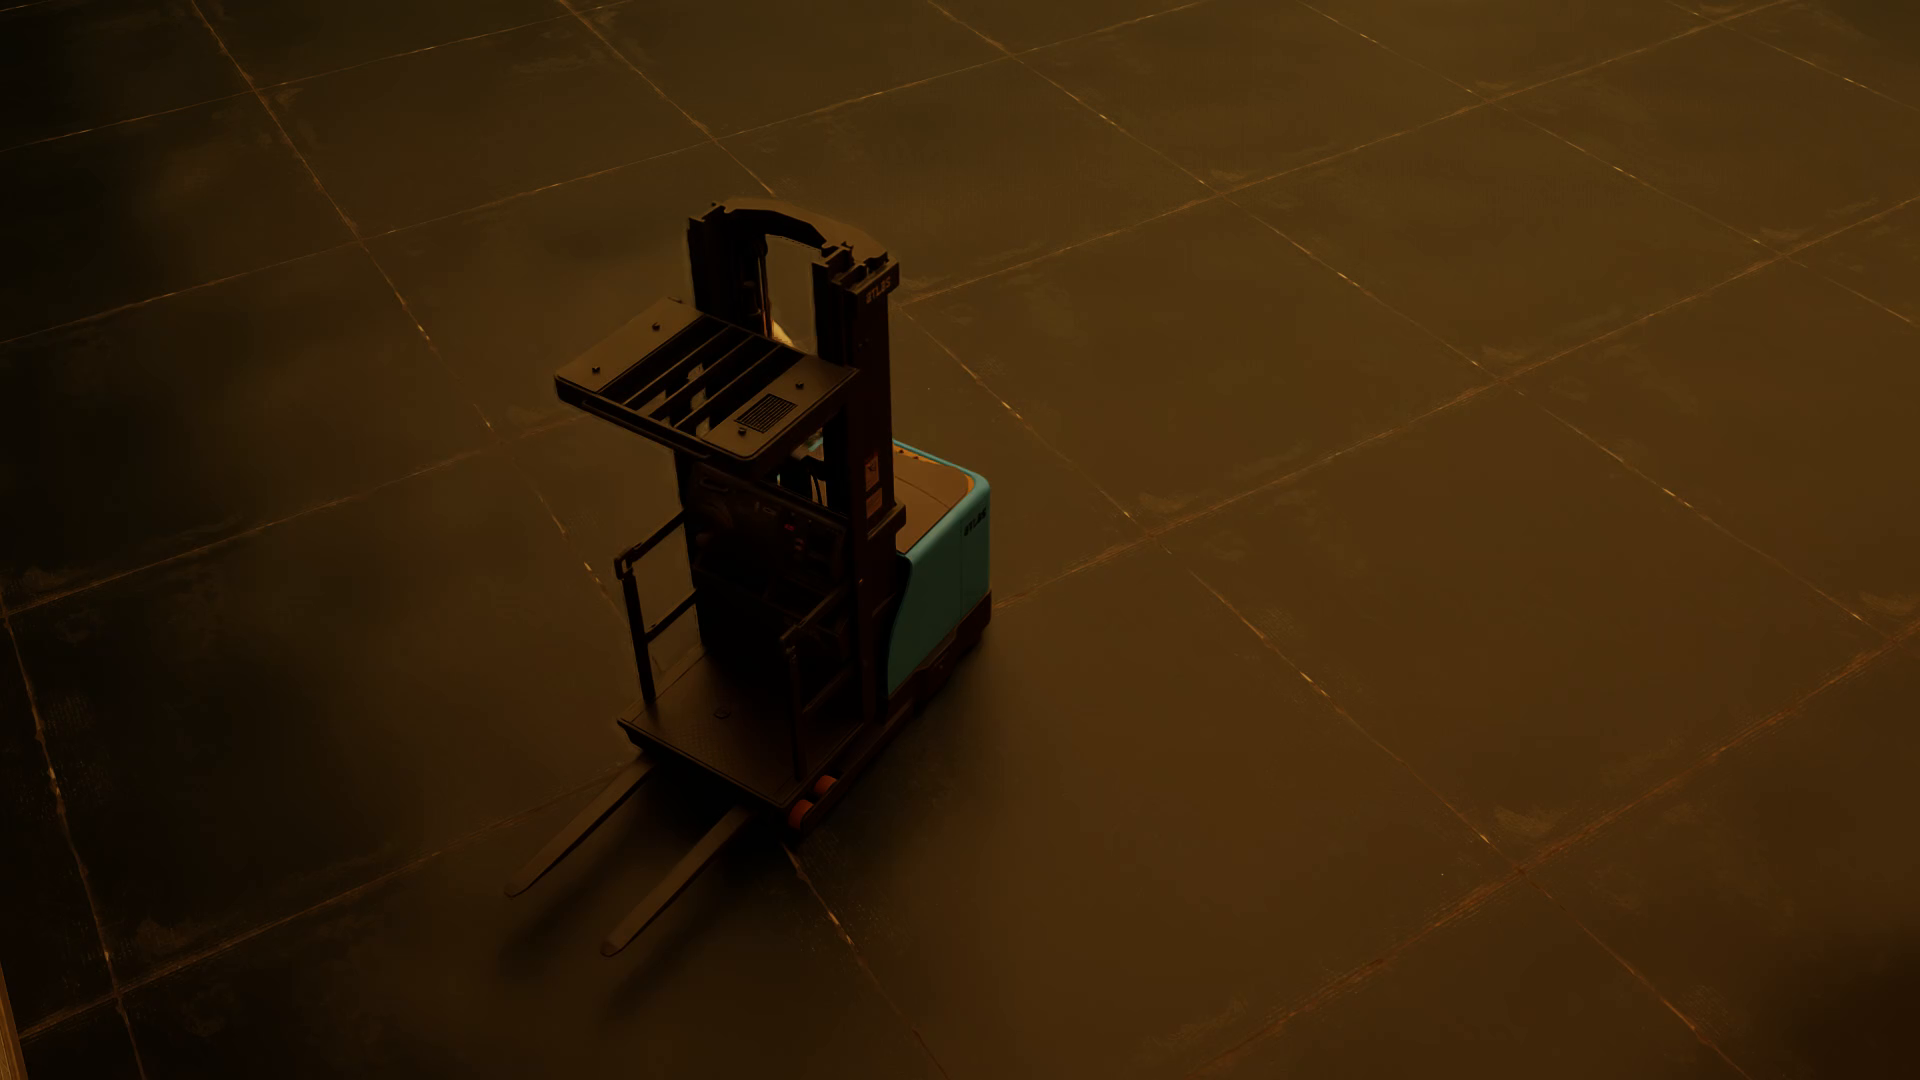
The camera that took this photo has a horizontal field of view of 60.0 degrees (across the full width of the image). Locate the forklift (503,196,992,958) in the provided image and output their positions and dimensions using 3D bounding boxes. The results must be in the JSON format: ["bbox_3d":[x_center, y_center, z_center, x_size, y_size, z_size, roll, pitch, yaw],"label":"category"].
[{"bbox_3d":[-1.051,0.015,7.854,1.130,2.935,3.031,23,46,24],"label":"forklift"}]

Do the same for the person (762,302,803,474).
[{"bbox_3d":[-1.190,-0.966,10.092,0.570,1.483,0.806,-25,47,-26],"label":"person"}]
